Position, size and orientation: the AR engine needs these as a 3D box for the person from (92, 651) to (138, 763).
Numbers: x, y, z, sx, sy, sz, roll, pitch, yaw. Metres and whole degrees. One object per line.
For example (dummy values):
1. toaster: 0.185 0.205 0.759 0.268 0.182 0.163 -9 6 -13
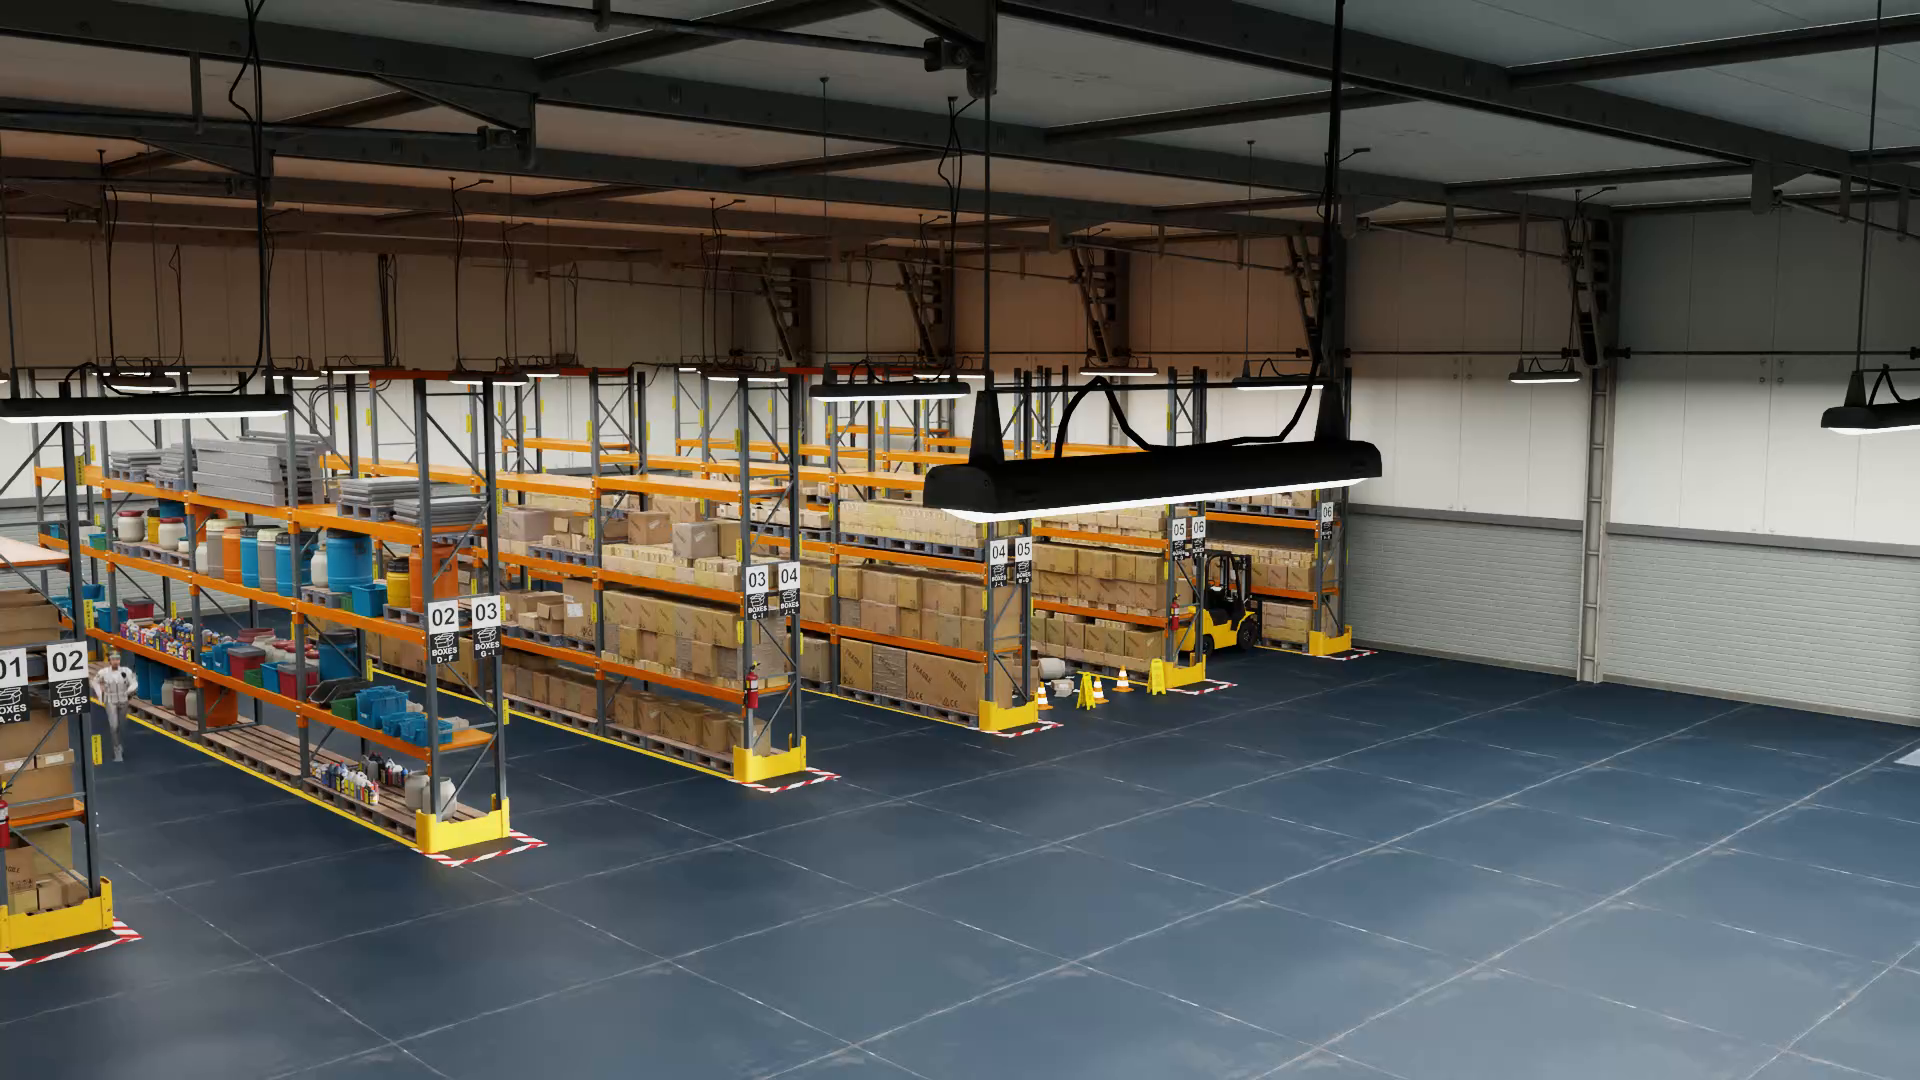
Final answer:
1. person: -13.171 2.563 25.987 0.606 1.731 0.817 -5 8 -38

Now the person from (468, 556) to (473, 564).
1. person: -11.091 1.219 37.770 0.768 1.768 0.652 -2 7 -16
